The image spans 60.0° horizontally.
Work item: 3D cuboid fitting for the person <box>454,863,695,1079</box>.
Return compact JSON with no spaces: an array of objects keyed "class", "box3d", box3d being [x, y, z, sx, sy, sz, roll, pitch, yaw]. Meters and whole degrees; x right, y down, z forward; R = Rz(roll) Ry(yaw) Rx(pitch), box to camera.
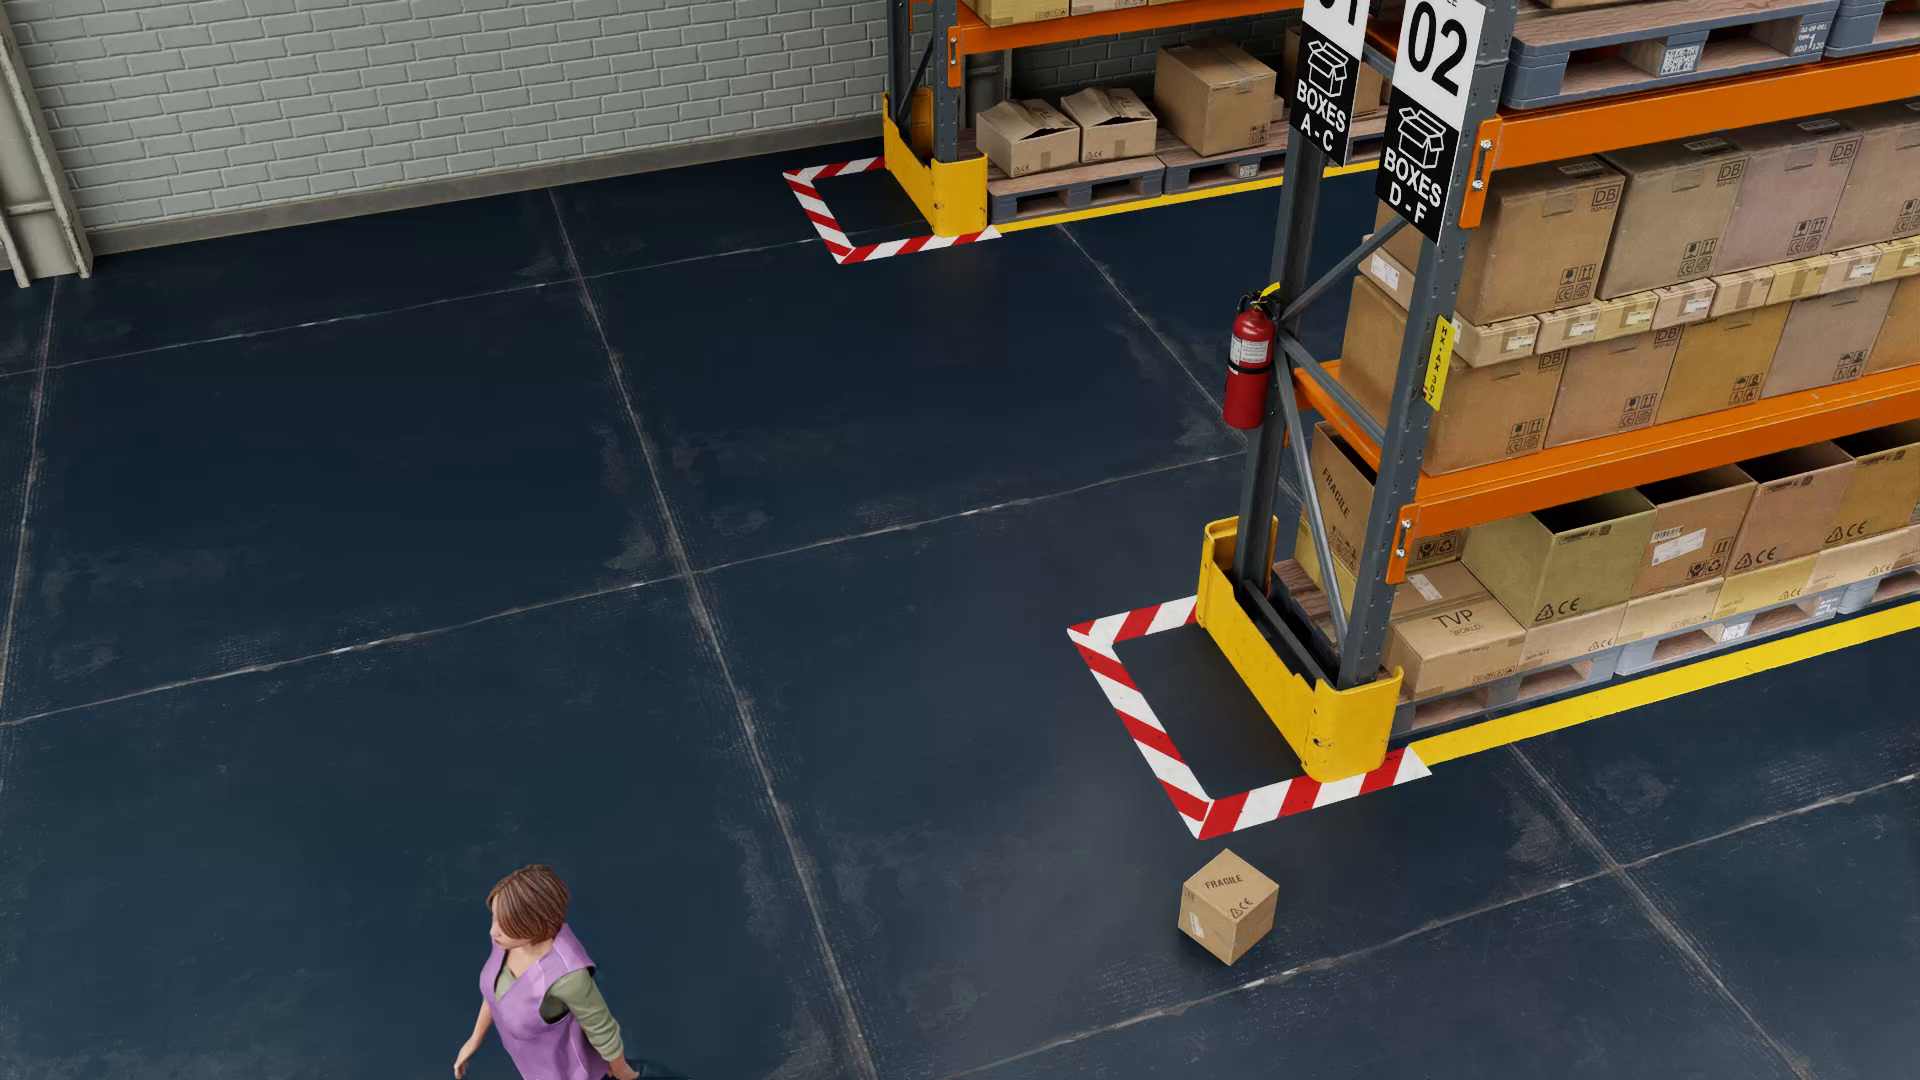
[{"class":"person","box3d":[-1.205,1.503,4.882,0.964,1.539,0.405,-23,44,-26]}]
